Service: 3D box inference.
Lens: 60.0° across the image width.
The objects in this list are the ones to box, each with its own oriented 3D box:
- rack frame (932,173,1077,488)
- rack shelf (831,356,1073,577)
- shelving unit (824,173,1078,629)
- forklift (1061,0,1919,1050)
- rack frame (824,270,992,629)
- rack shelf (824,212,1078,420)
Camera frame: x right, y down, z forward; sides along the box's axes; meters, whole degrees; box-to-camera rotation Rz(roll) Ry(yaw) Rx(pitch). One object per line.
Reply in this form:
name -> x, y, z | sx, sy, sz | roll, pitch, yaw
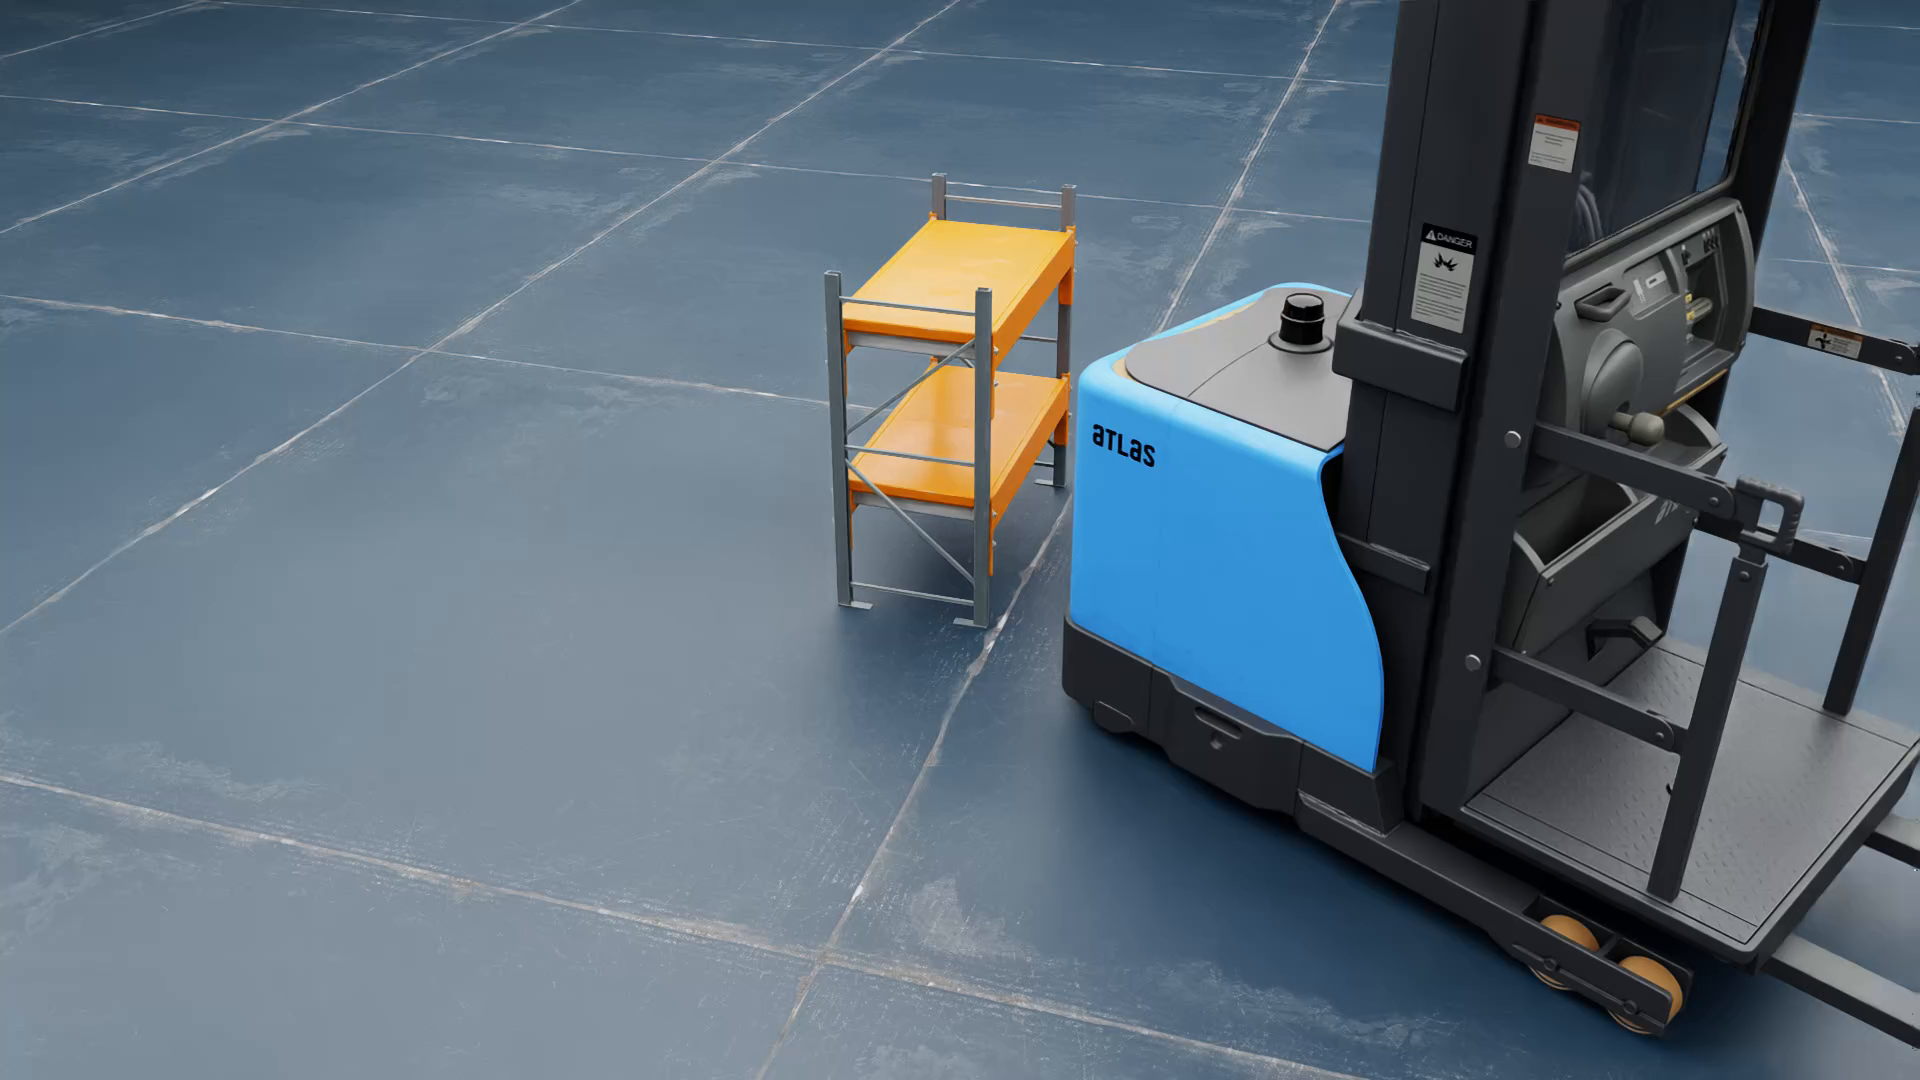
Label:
rack frame -> 0.147, -0.725, 5.896 | 0.500, 1.125, 0.032 | 8, 30, 15
rack shelf -> -0.002, -0.275, 5.590 | 0.538, 0.278, 1.000 | 8, 30, 15
shelving unit -> -0.002, -0.488, 5.471 | 0.538, 1.125, 1.048 | 8, 30, 15
forklift -> 1.692, -0.455, 3.553 | 1.130, 2.935, 3.031 | -26, 38, -38
rack frame -> -0.151, -0.252, 5.046 | 0.500, 1.125, 0.032 | 8, 30, 15
rack shelf -> -0.002, -0.744, 5.329 | 0.538, 0.278, 1.000 | 8, 30, 15
